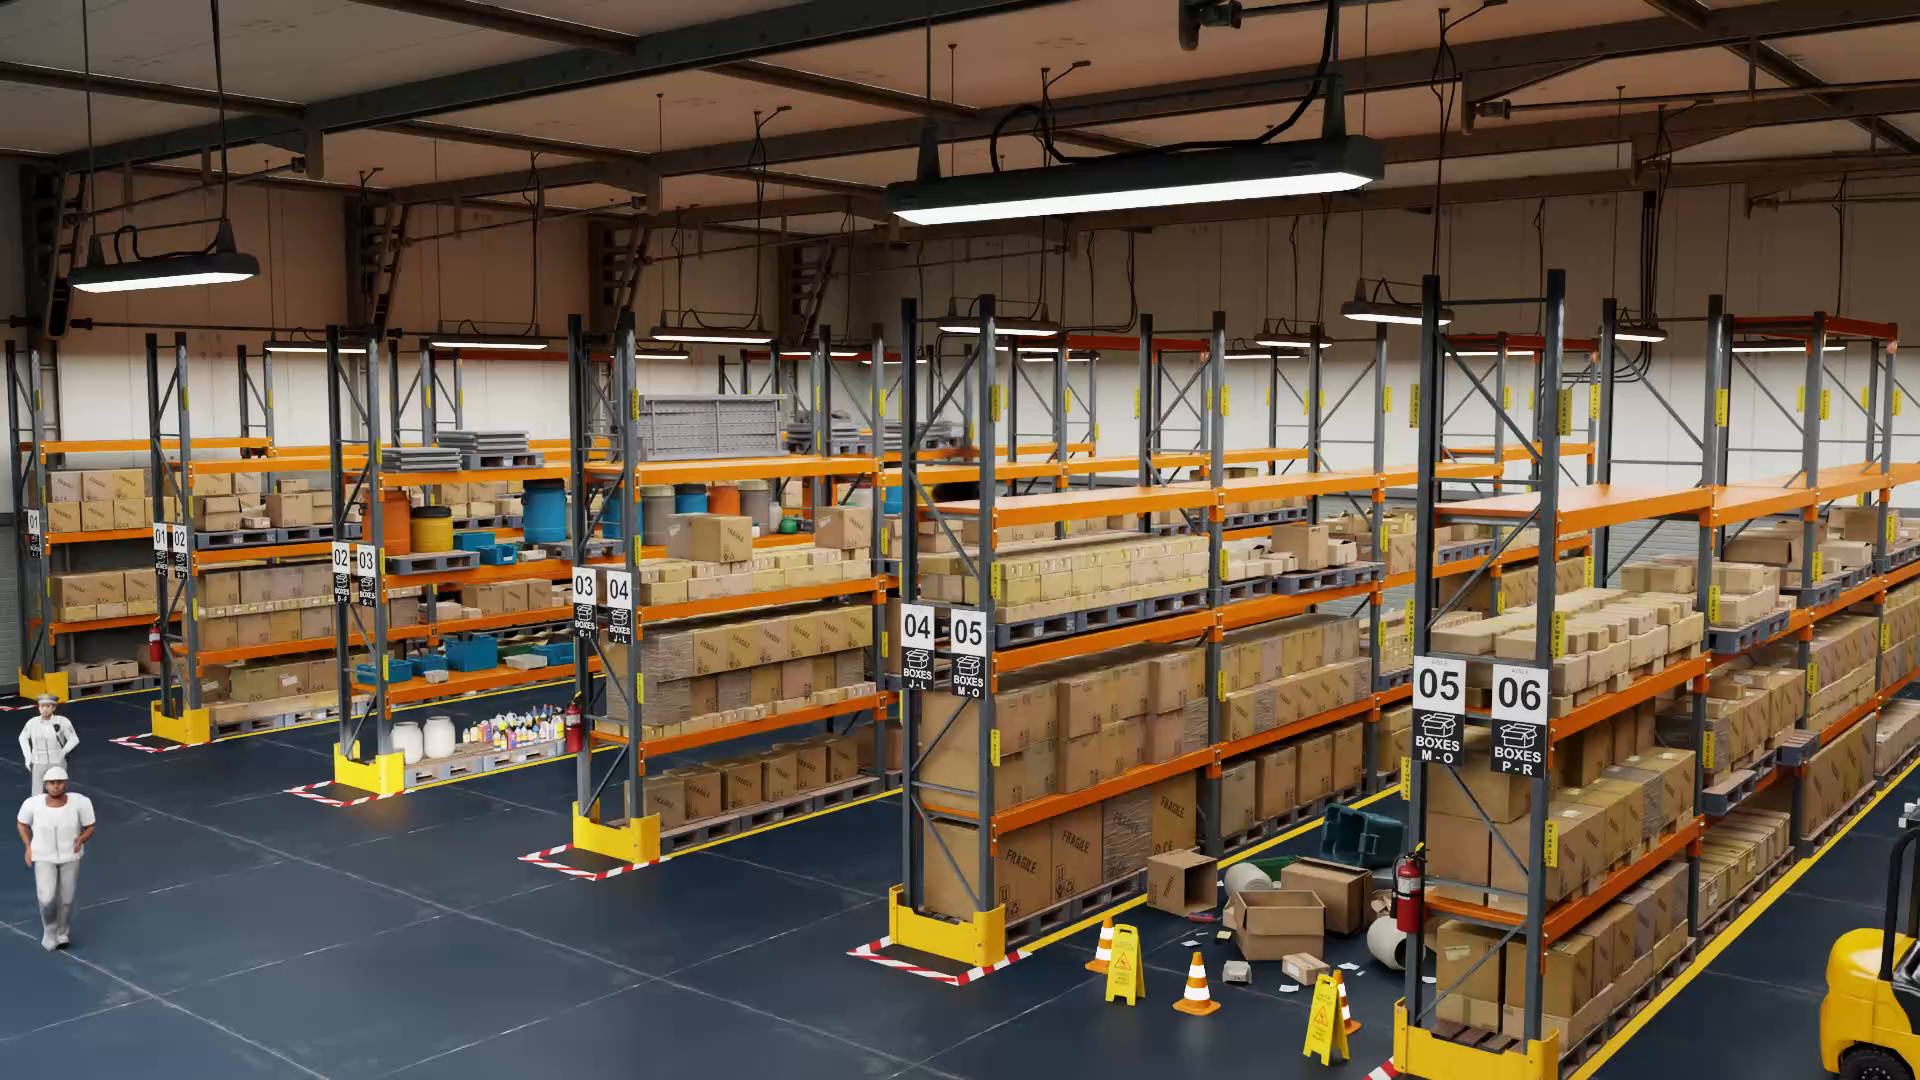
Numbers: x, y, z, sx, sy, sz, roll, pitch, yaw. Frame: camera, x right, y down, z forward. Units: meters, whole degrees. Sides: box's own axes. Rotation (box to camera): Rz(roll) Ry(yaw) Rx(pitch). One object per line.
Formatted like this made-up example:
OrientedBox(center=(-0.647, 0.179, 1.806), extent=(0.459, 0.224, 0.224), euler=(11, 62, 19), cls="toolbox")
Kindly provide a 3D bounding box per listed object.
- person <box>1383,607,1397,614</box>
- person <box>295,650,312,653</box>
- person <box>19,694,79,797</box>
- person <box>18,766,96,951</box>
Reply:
OrientedBox(center=(7.030, 1.927, 26.868), extent=(0.612, 1.704, 0.924), euler=(5, 7, 42), cls="person")
OrientedBox(center=(-10.945, 1.811, 27.713), extent=(0.611, 1.673, 0.939), euler=(4, 6, 35), cls="person")
OrientedBox(center=(-10.553, 2.599, 19.272), extent=(0.624, 1.666, 0.577), euler=(-2, 6, -25), cls="person")
OrientedBox(center=(-8.280, 2.920, 15.285), extent=(0.619, 1.713, 0.715), euler=(-3, 6, -32), cls="person")
